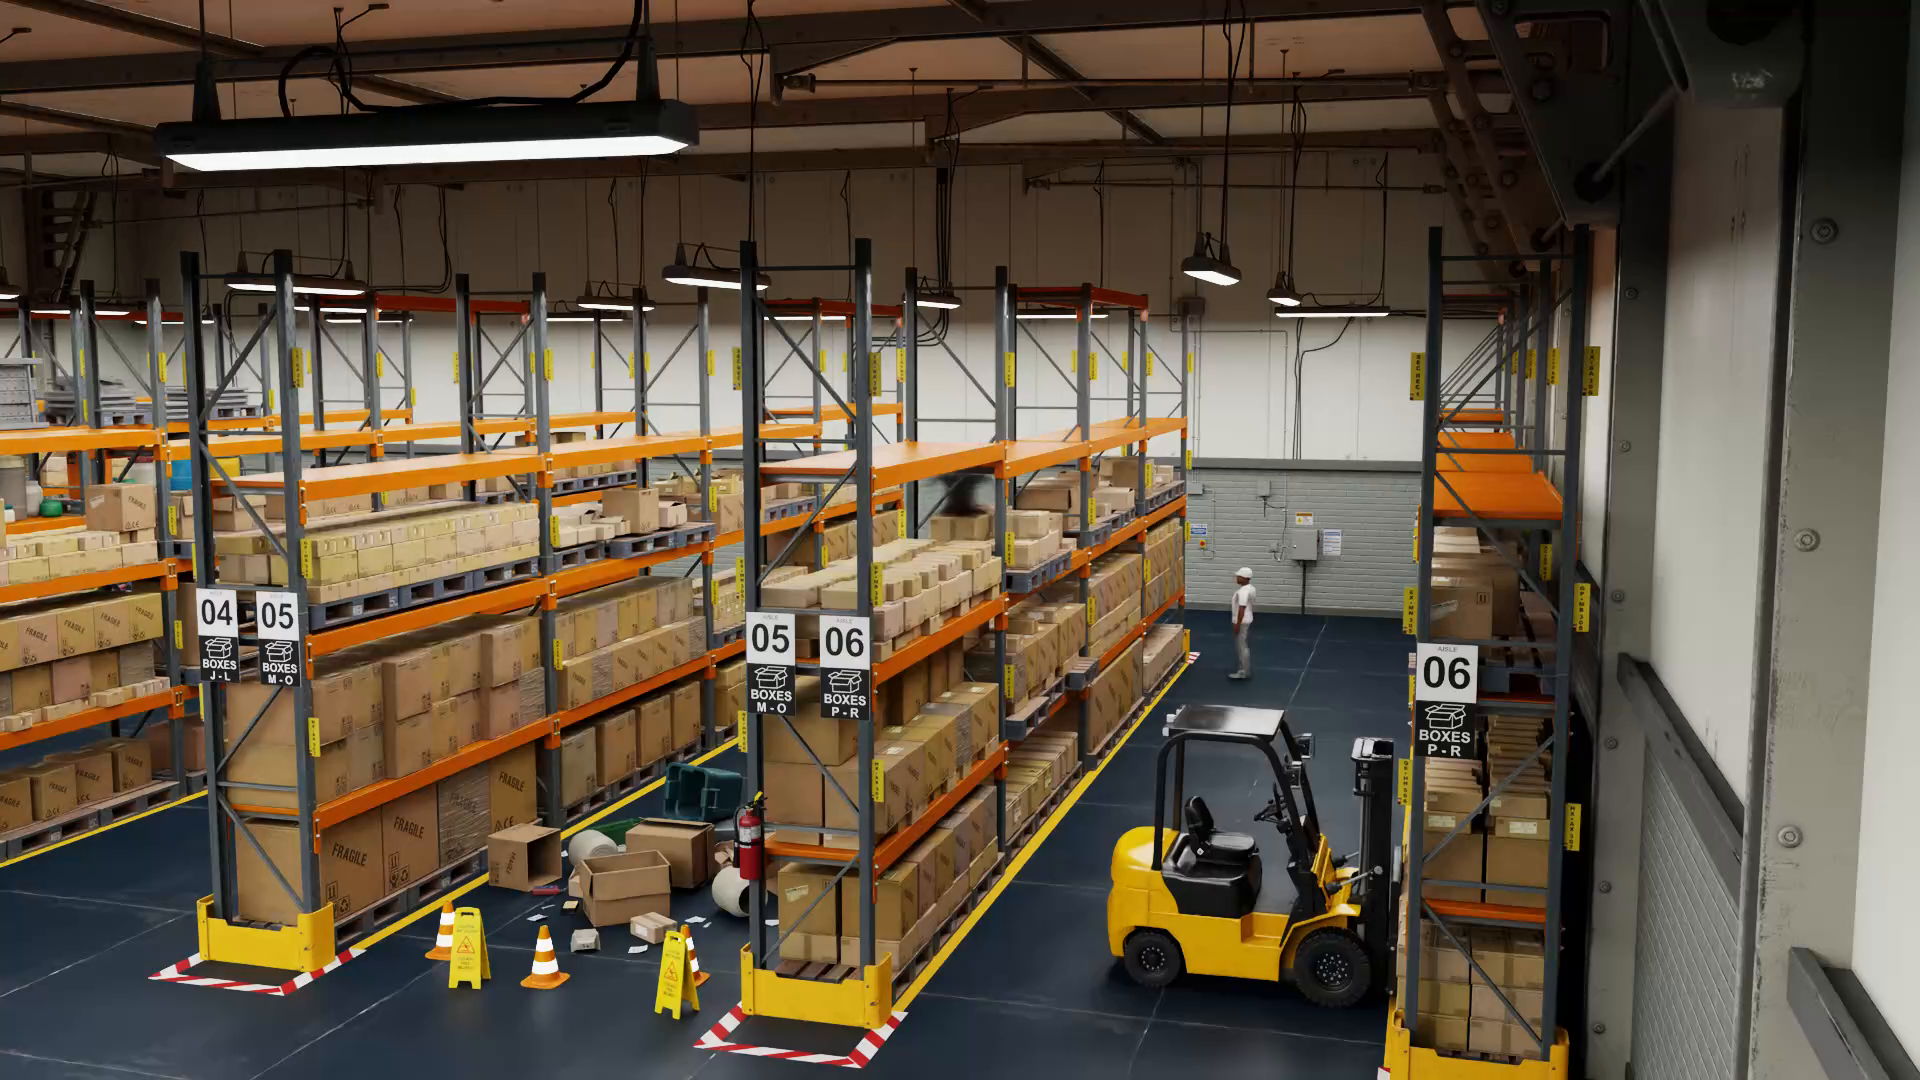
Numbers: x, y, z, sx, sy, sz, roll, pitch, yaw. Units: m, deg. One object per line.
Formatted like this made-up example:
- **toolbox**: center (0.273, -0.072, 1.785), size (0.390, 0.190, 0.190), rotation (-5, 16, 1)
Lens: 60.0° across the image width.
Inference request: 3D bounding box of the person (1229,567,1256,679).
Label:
- **person**: center (4.508, 1.319, 26.567), size (0.360, 1.776, 0.637), rotation (2, 7, 20)
